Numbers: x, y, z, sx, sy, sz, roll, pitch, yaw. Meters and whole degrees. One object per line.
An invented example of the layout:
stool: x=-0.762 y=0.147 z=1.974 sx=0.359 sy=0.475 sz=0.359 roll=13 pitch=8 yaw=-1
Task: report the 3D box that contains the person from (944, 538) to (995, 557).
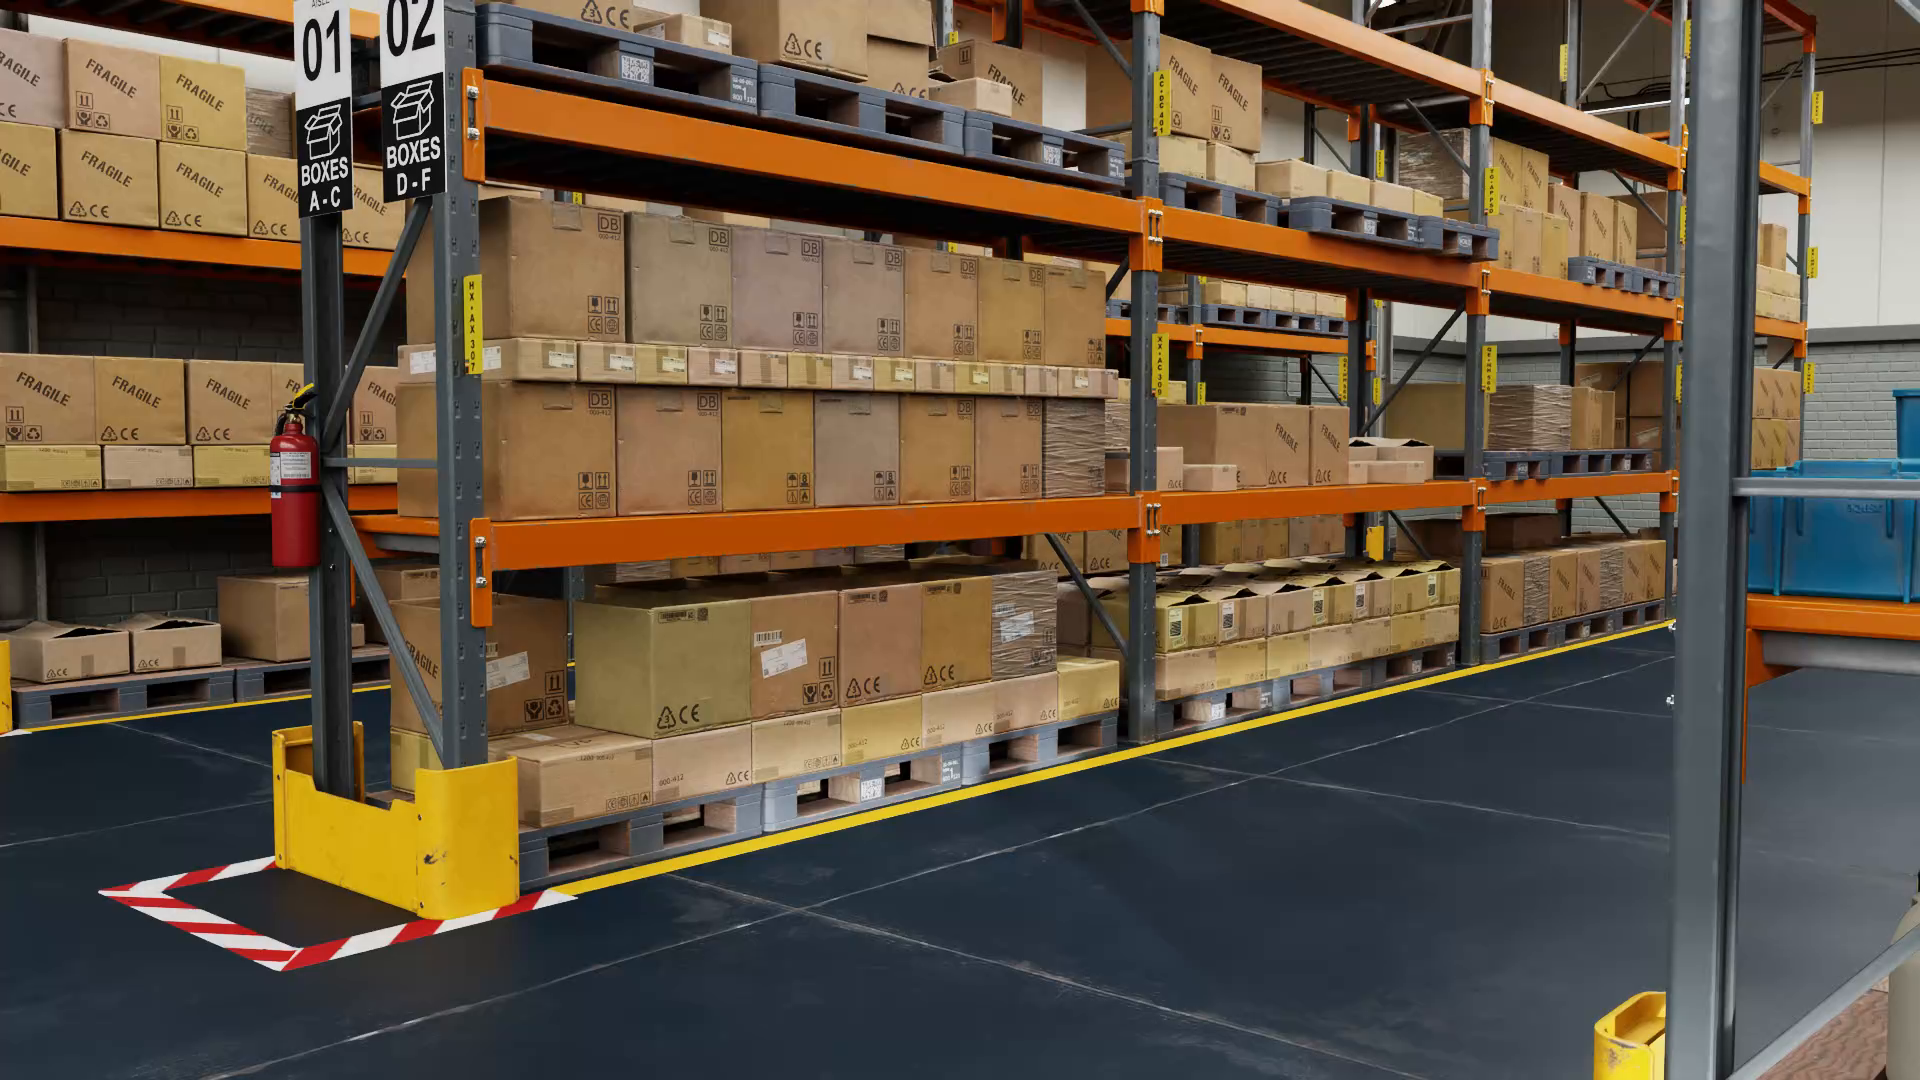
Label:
person: x=0.173 y=-0.102 z=13.066 sx=0.523 sy=1.770 sz=0.729 roll=-2 pitch=4 yaw=-29
